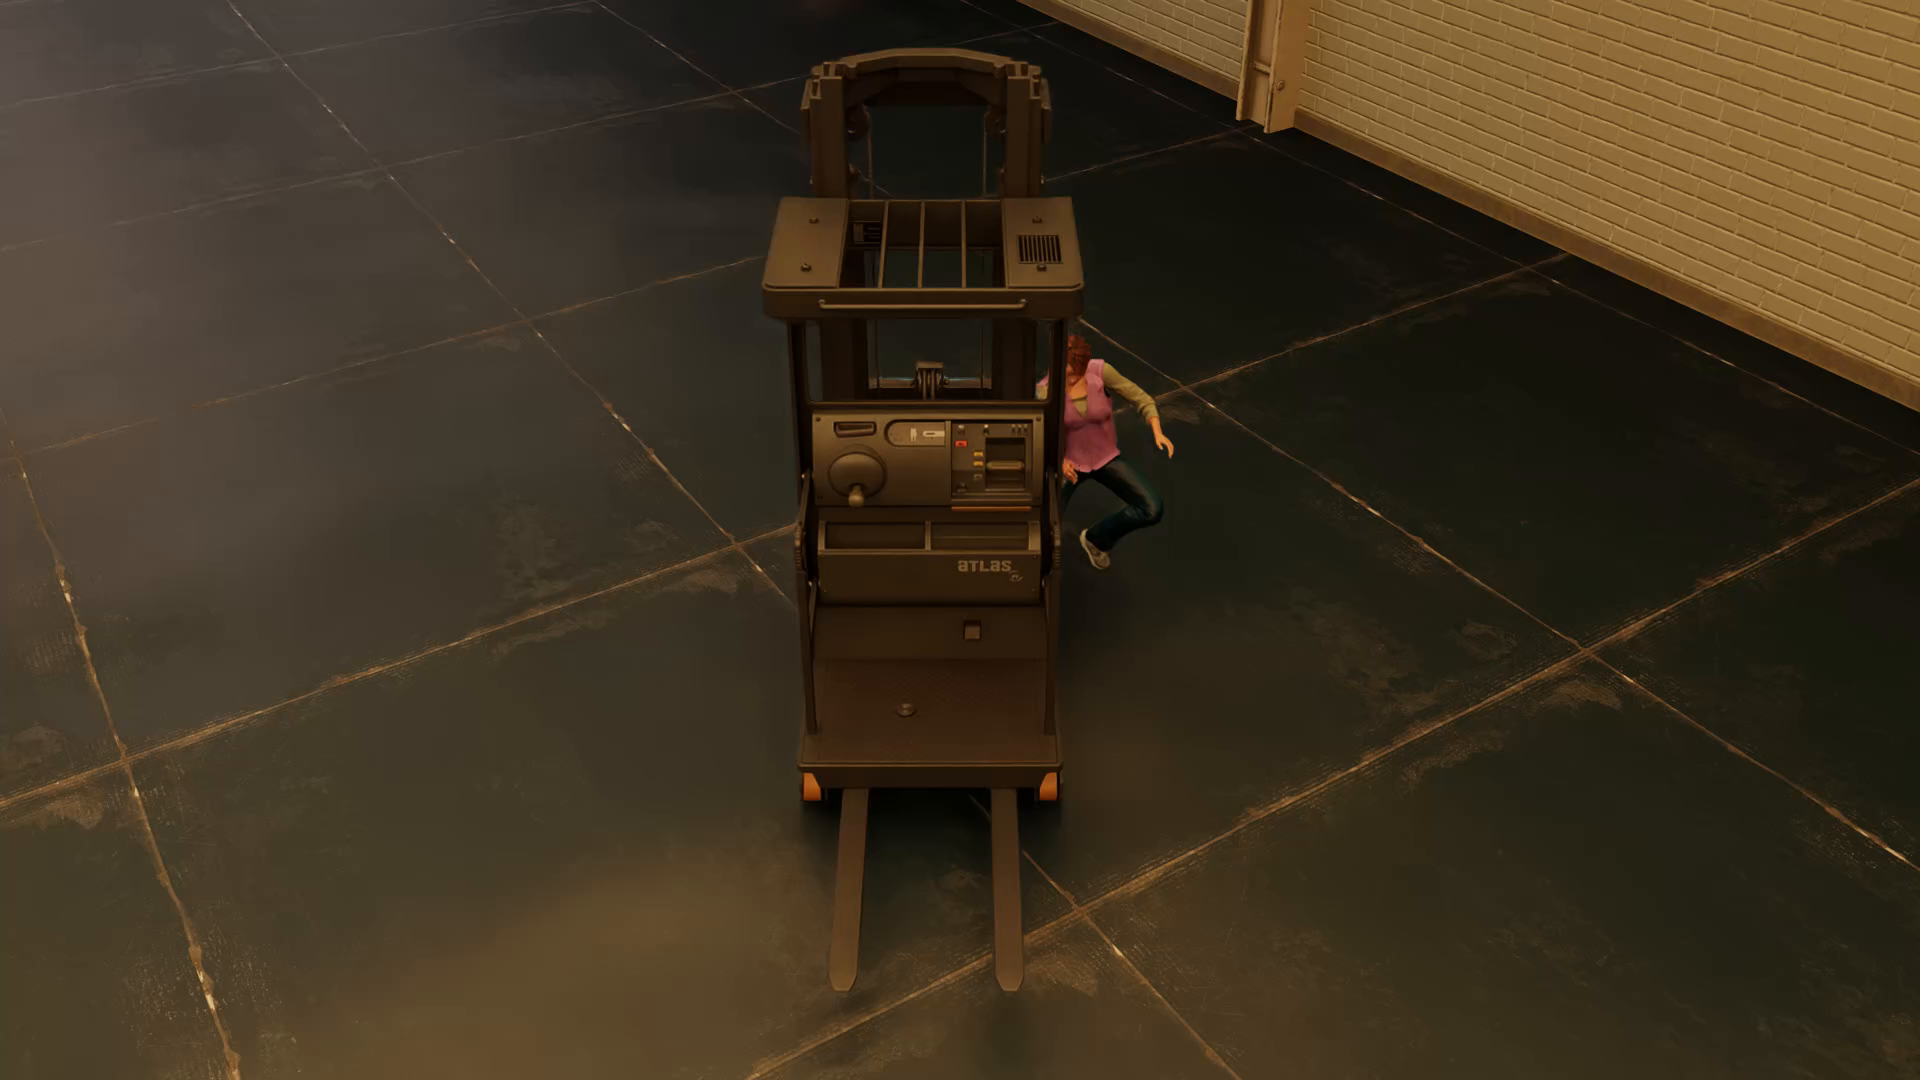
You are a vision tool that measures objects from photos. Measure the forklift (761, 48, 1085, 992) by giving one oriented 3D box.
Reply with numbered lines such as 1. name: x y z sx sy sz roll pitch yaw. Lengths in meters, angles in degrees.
1. forklift: -0.125 -0.262 6.520 1.130 2.935 3.031 0 35 0

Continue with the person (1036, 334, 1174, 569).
1. person: 0.581 -0.304 7.920 0.791 1.372 0.710 -5 35 -7
